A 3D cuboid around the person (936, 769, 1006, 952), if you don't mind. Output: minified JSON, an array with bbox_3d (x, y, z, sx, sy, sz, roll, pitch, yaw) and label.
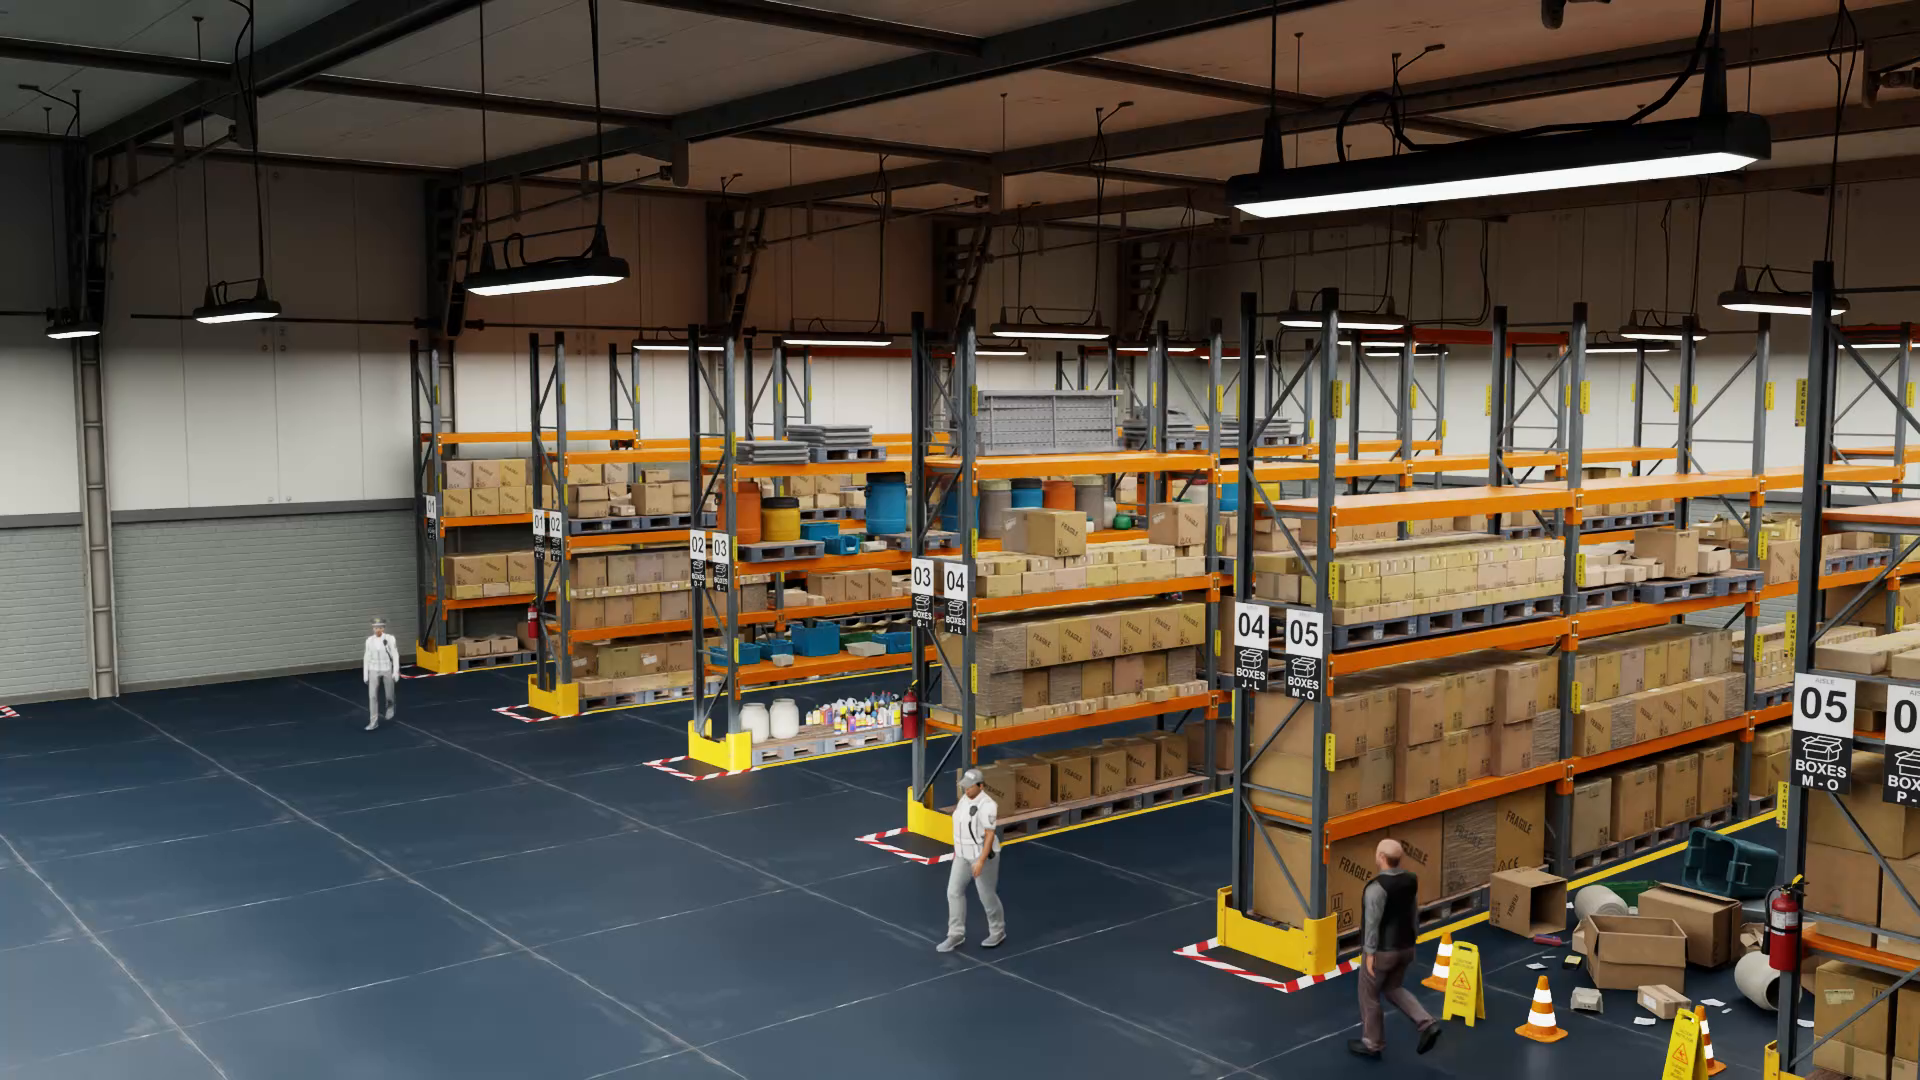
[{"bbox_3d":[0.119,2.936,15.294,0.652,1.680,0.534,-4,7,-40],"label":"person"}]

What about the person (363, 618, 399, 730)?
[{"bbox_3d":[-8.774,1.995,25.210,0.535,1.655,0.750,0,5,-5],"label":"person"}]

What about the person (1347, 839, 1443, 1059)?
[{"bbox_3d":[3.302,3.131,12.681,0.541,1.705,0.709,-5,7,-41],"label":"person"}]
